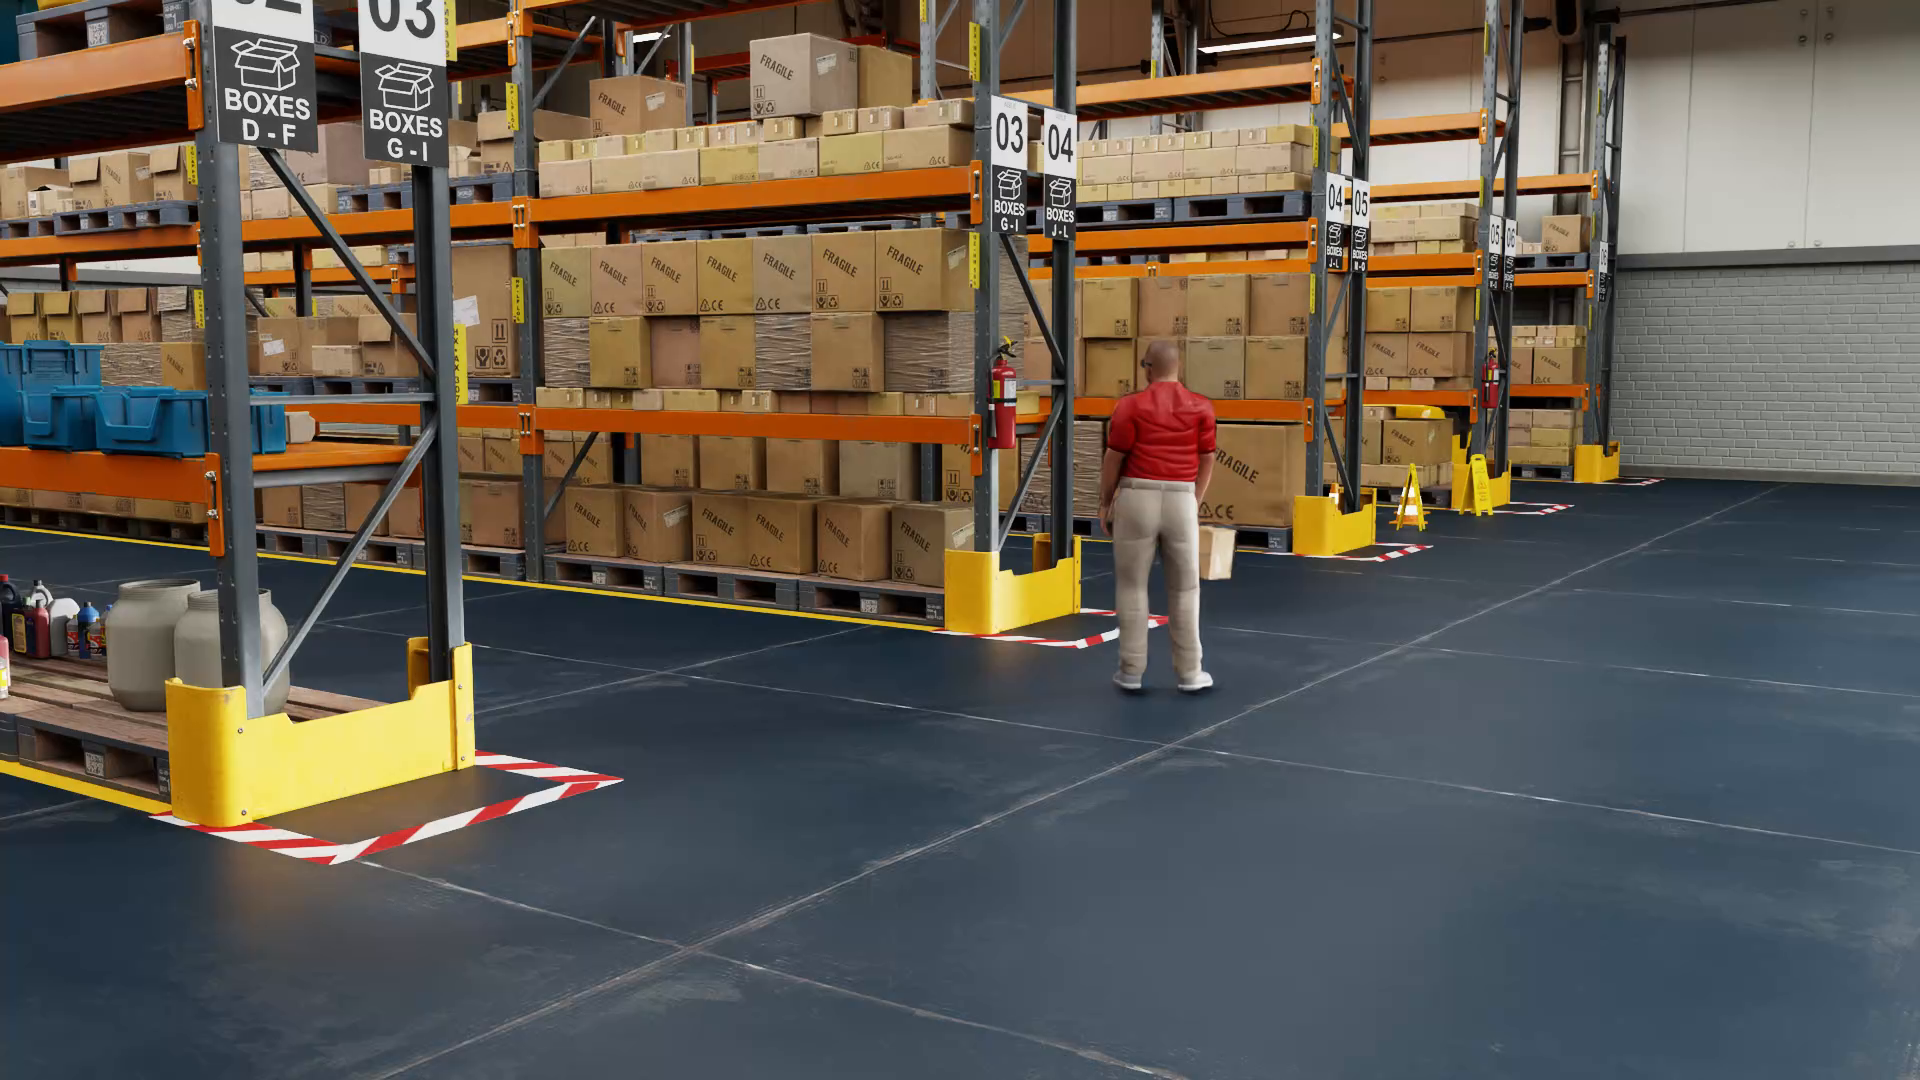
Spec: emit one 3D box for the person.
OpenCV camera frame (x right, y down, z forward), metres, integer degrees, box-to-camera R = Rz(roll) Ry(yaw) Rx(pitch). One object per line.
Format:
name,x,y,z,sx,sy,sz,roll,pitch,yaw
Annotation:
person,0.993,-0.116,8.242,0.596,1.740,0.400,0,6,-4
